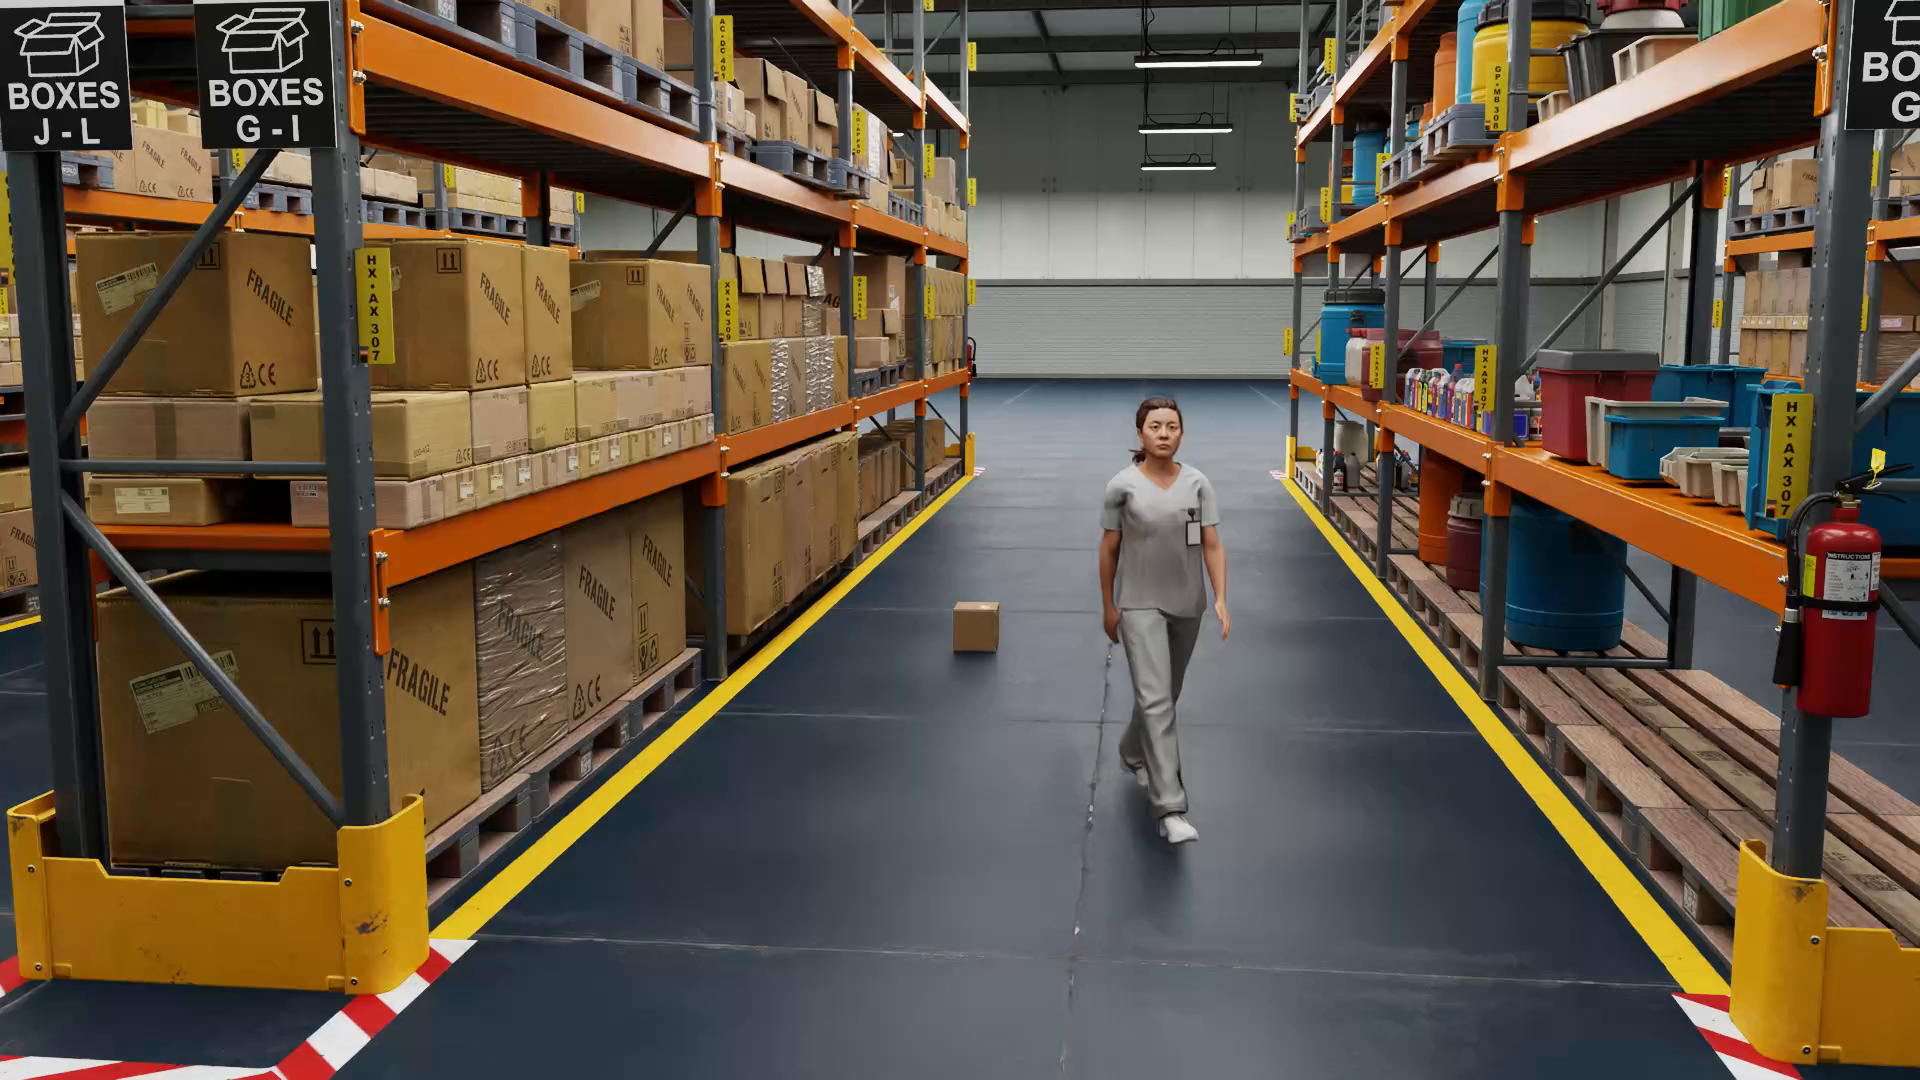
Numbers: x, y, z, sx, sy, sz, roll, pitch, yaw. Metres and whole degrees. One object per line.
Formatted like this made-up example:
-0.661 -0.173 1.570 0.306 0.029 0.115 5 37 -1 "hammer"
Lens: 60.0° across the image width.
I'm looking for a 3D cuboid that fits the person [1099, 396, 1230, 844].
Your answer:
0.787 0.262 6.344 0.451 1.607 1.048 -2 8 -13 "person"
